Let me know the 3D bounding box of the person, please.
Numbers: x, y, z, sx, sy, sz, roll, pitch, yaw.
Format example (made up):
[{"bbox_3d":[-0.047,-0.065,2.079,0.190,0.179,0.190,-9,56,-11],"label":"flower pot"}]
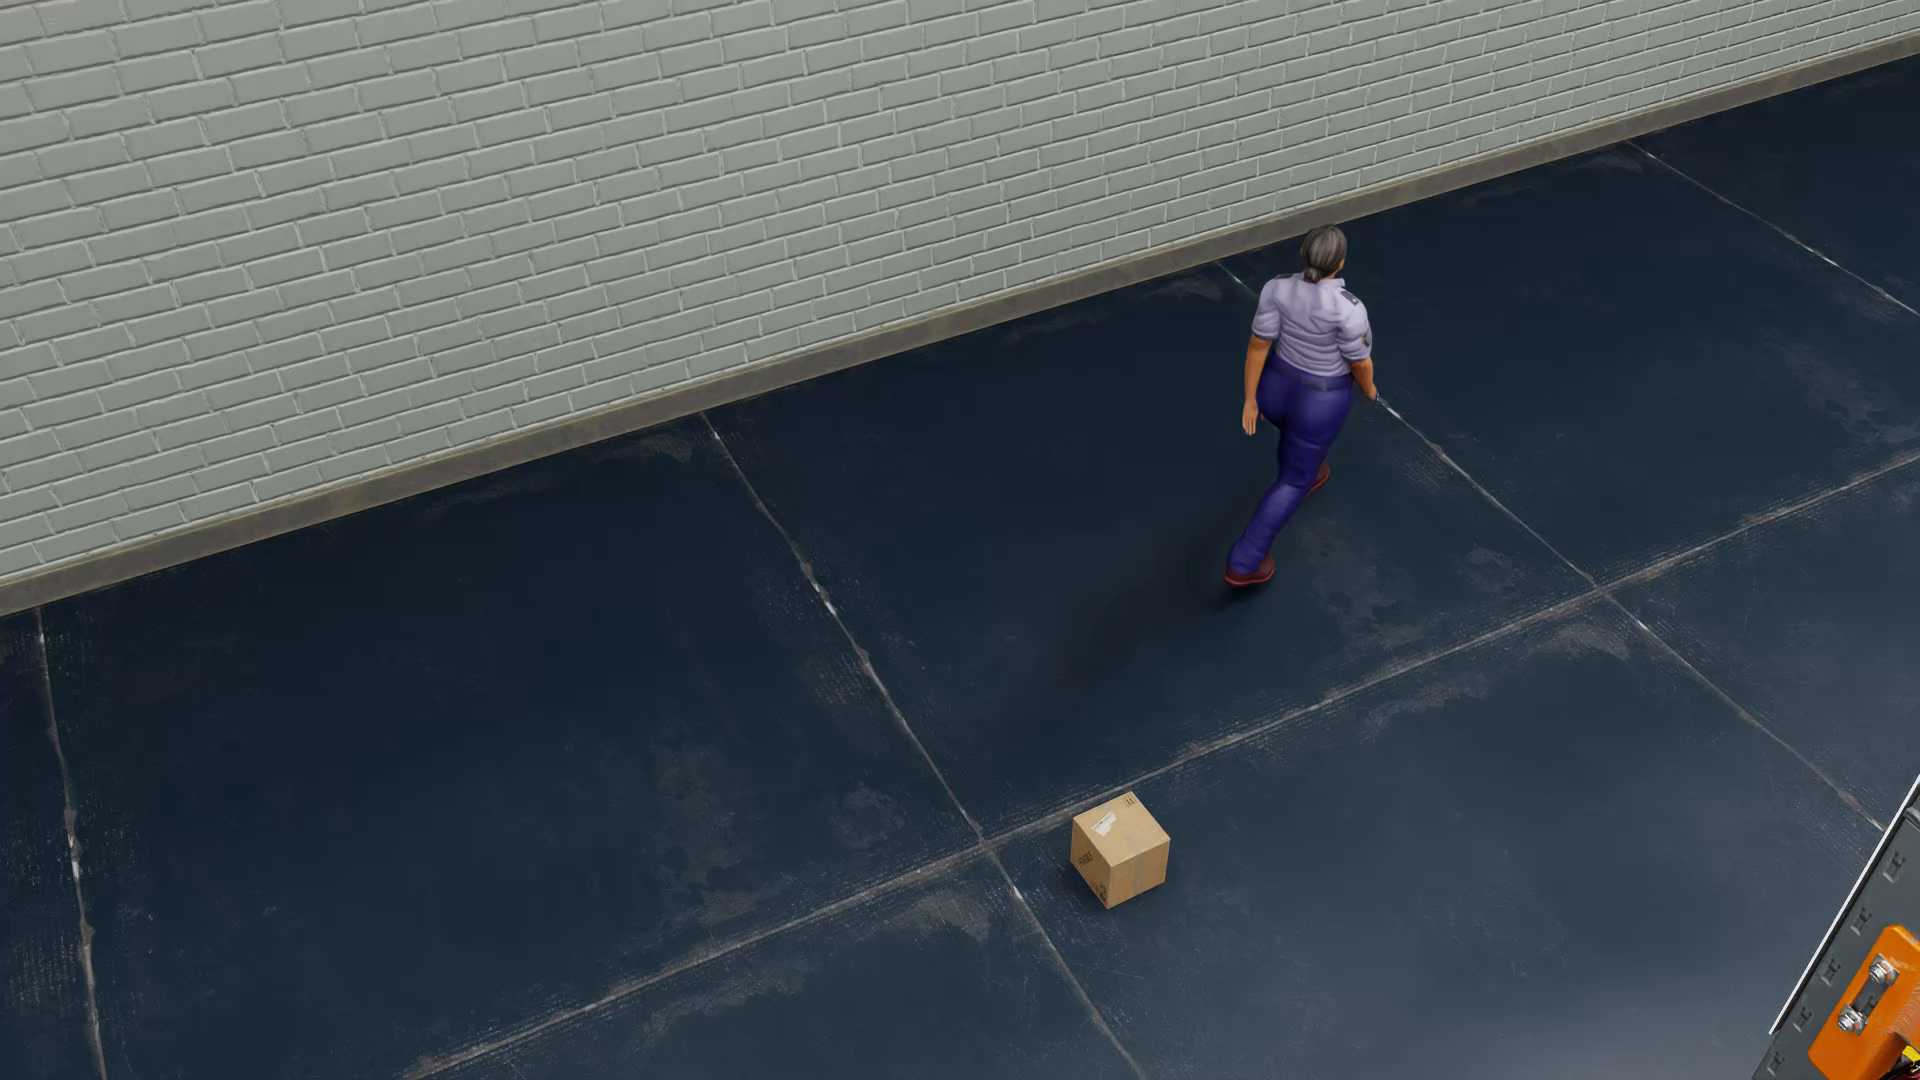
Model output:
[{"bbox_3d":[1.435,-0.604,6.858,0.467,1.588,1.021,32,50,31],"label":"person"}]
